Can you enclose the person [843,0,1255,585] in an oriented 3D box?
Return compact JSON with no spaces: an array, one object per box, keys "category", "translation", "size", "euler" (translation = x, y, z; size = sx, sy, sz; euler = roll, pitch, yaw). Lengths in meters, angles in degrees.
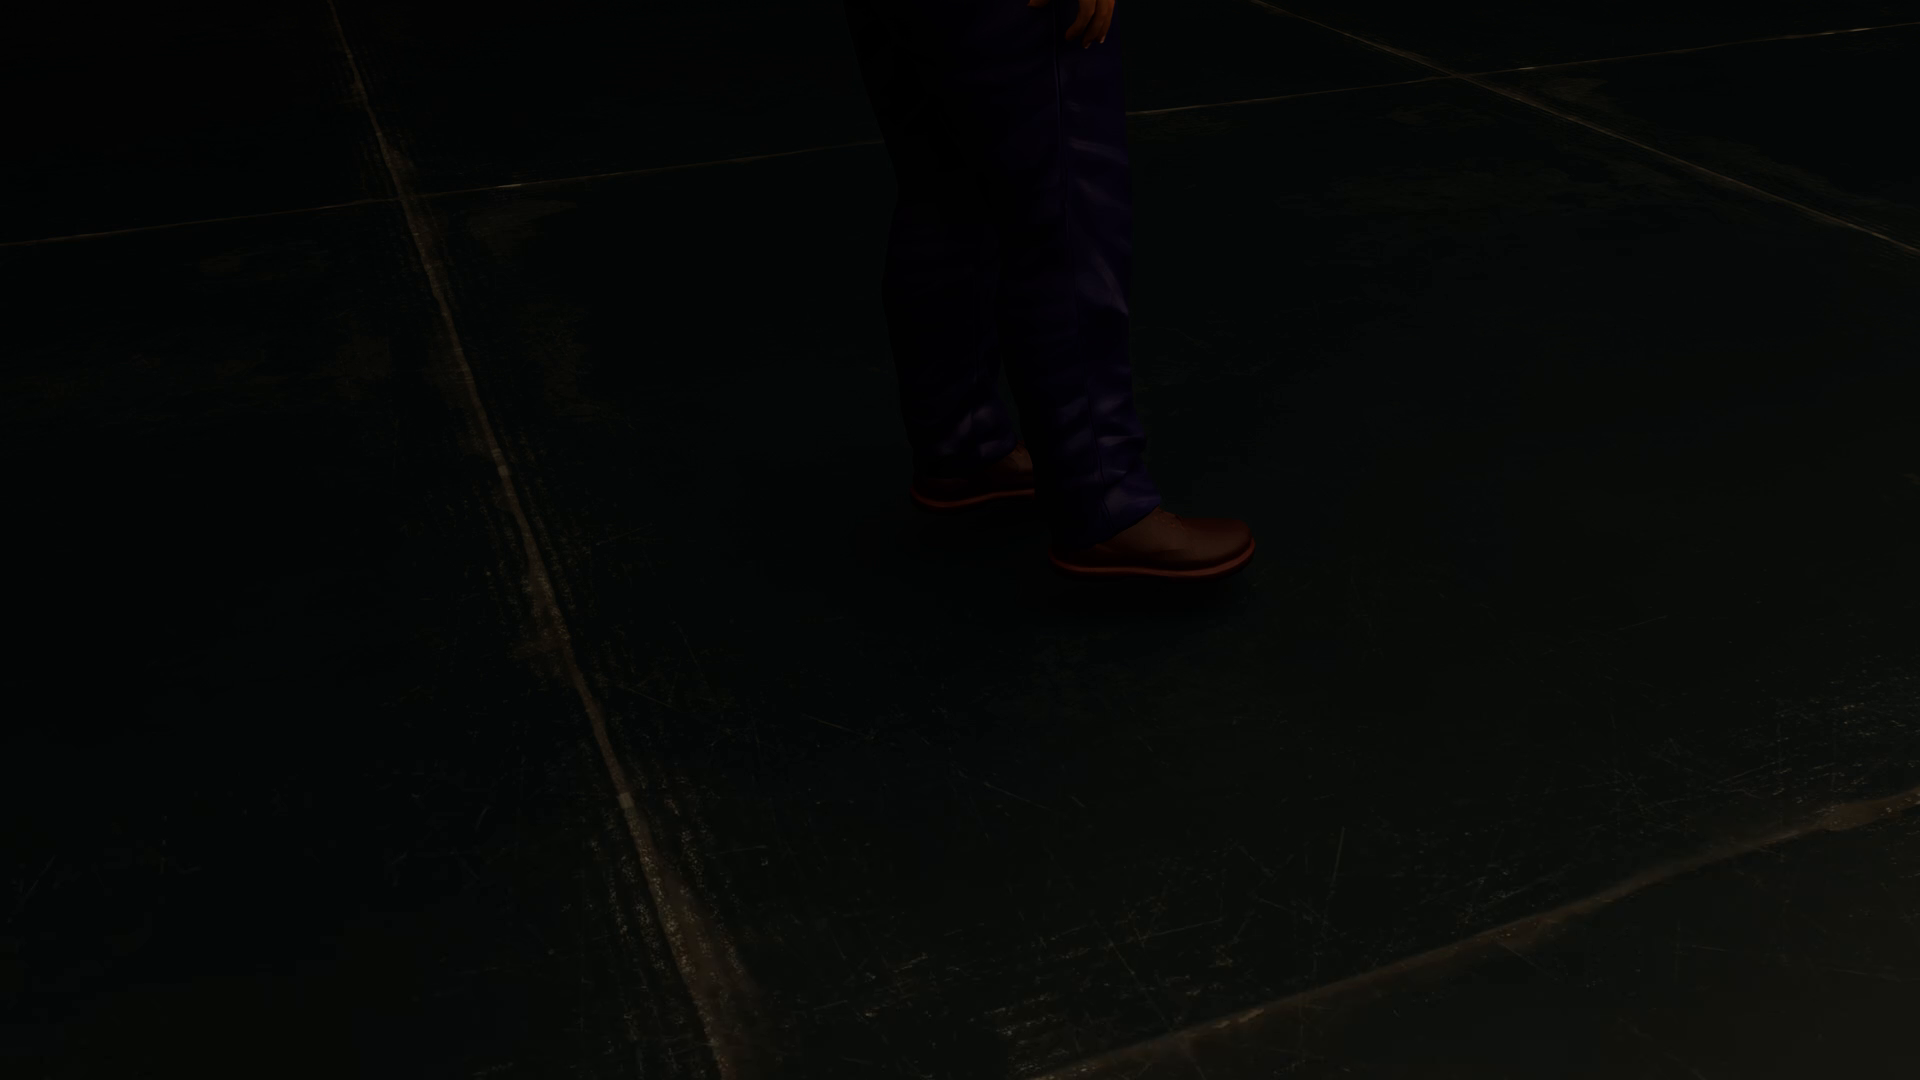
[{"category":"person","translation":[0.092,-0.763,2.080],"size":[0.502,1.651,0.598],"euler":[-11,32,-19]}]
